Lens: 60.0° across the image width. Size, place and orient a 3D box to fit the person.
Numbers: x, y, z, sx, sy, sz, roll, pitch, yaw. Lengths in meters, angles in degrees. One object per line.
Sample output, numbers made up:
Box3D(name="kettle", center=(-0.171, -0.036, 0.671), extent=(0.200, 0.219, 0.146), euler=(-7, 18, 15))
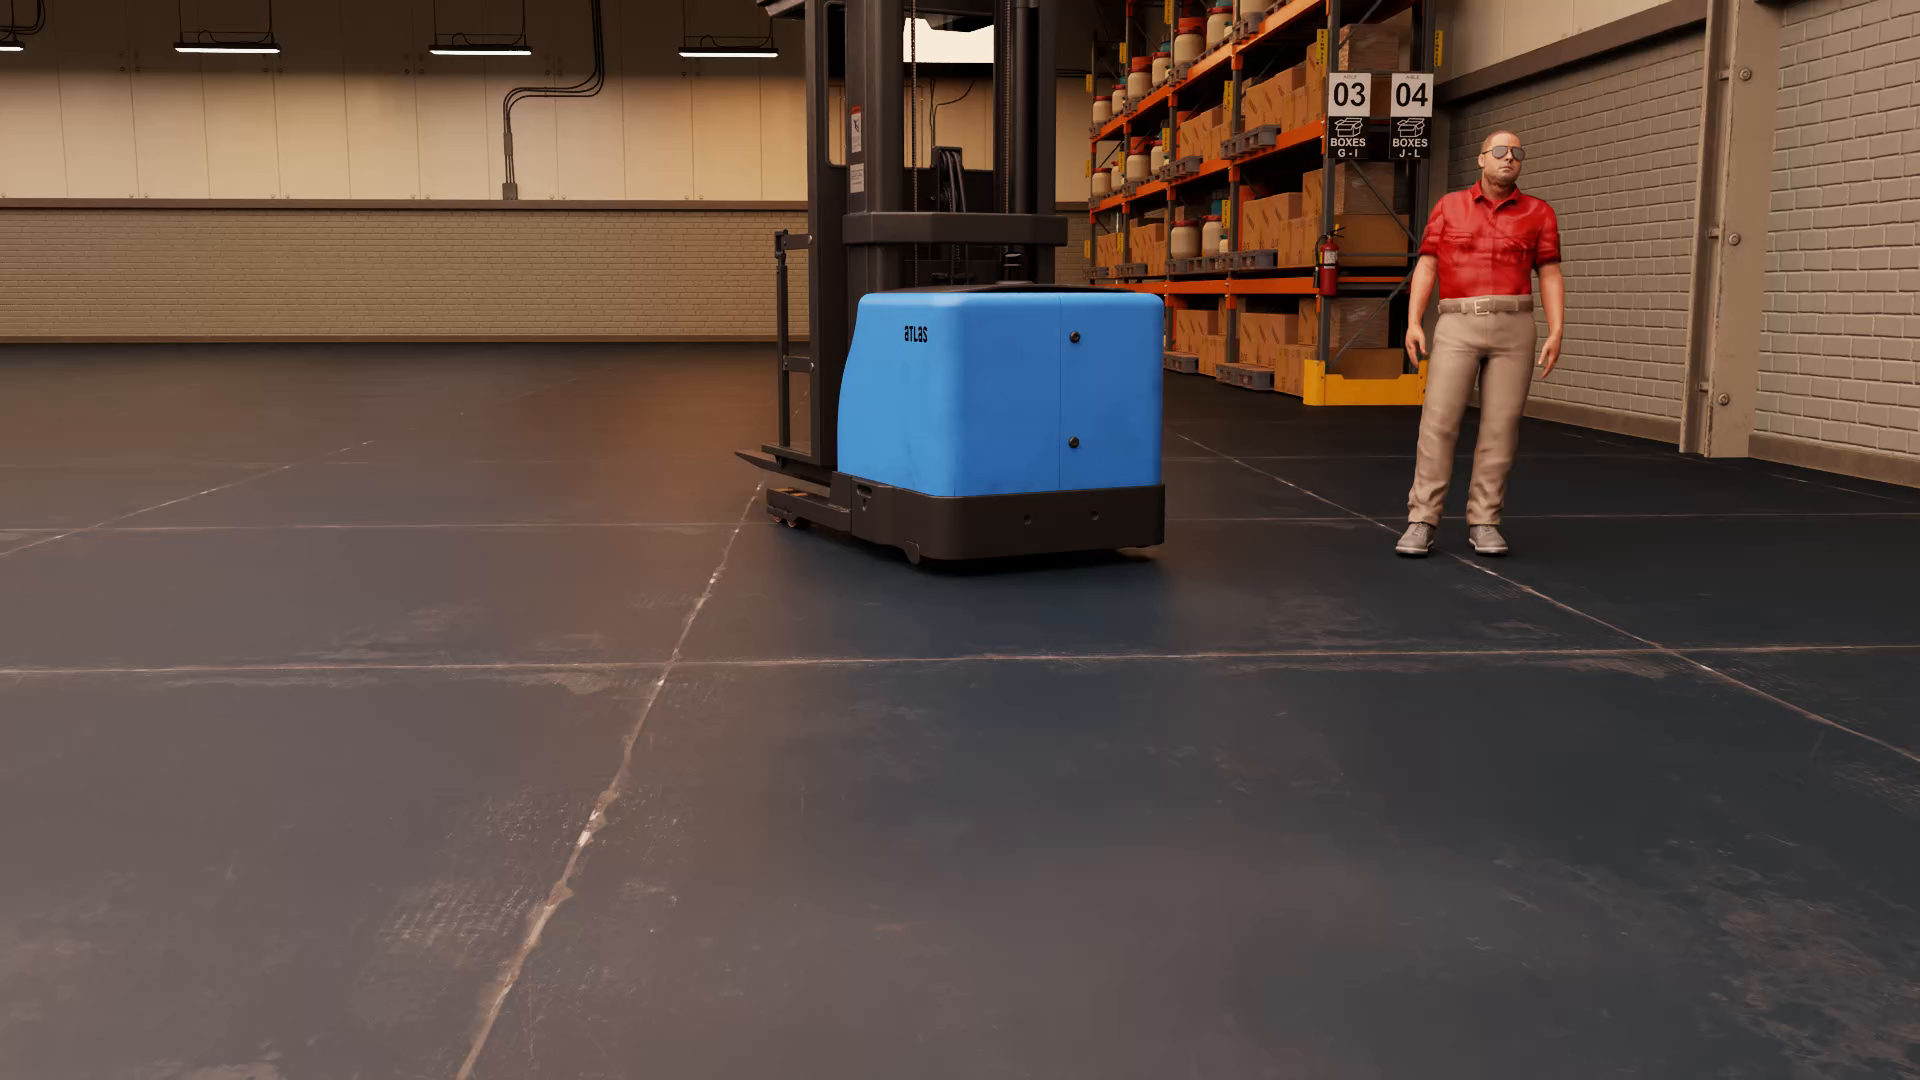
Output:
Box3D(name="person", center=(2.158, -0.814, 6.856), extent=(0.642, 1.728, 0.550), euler=(2, 9, 14))

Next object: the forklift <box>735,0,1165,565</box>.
Box3D(name="forklift", center=(-0.264, -1.530, 7.637), extent=(1.130, 2.935, 3.031), euler=(-4, 9, -25))
